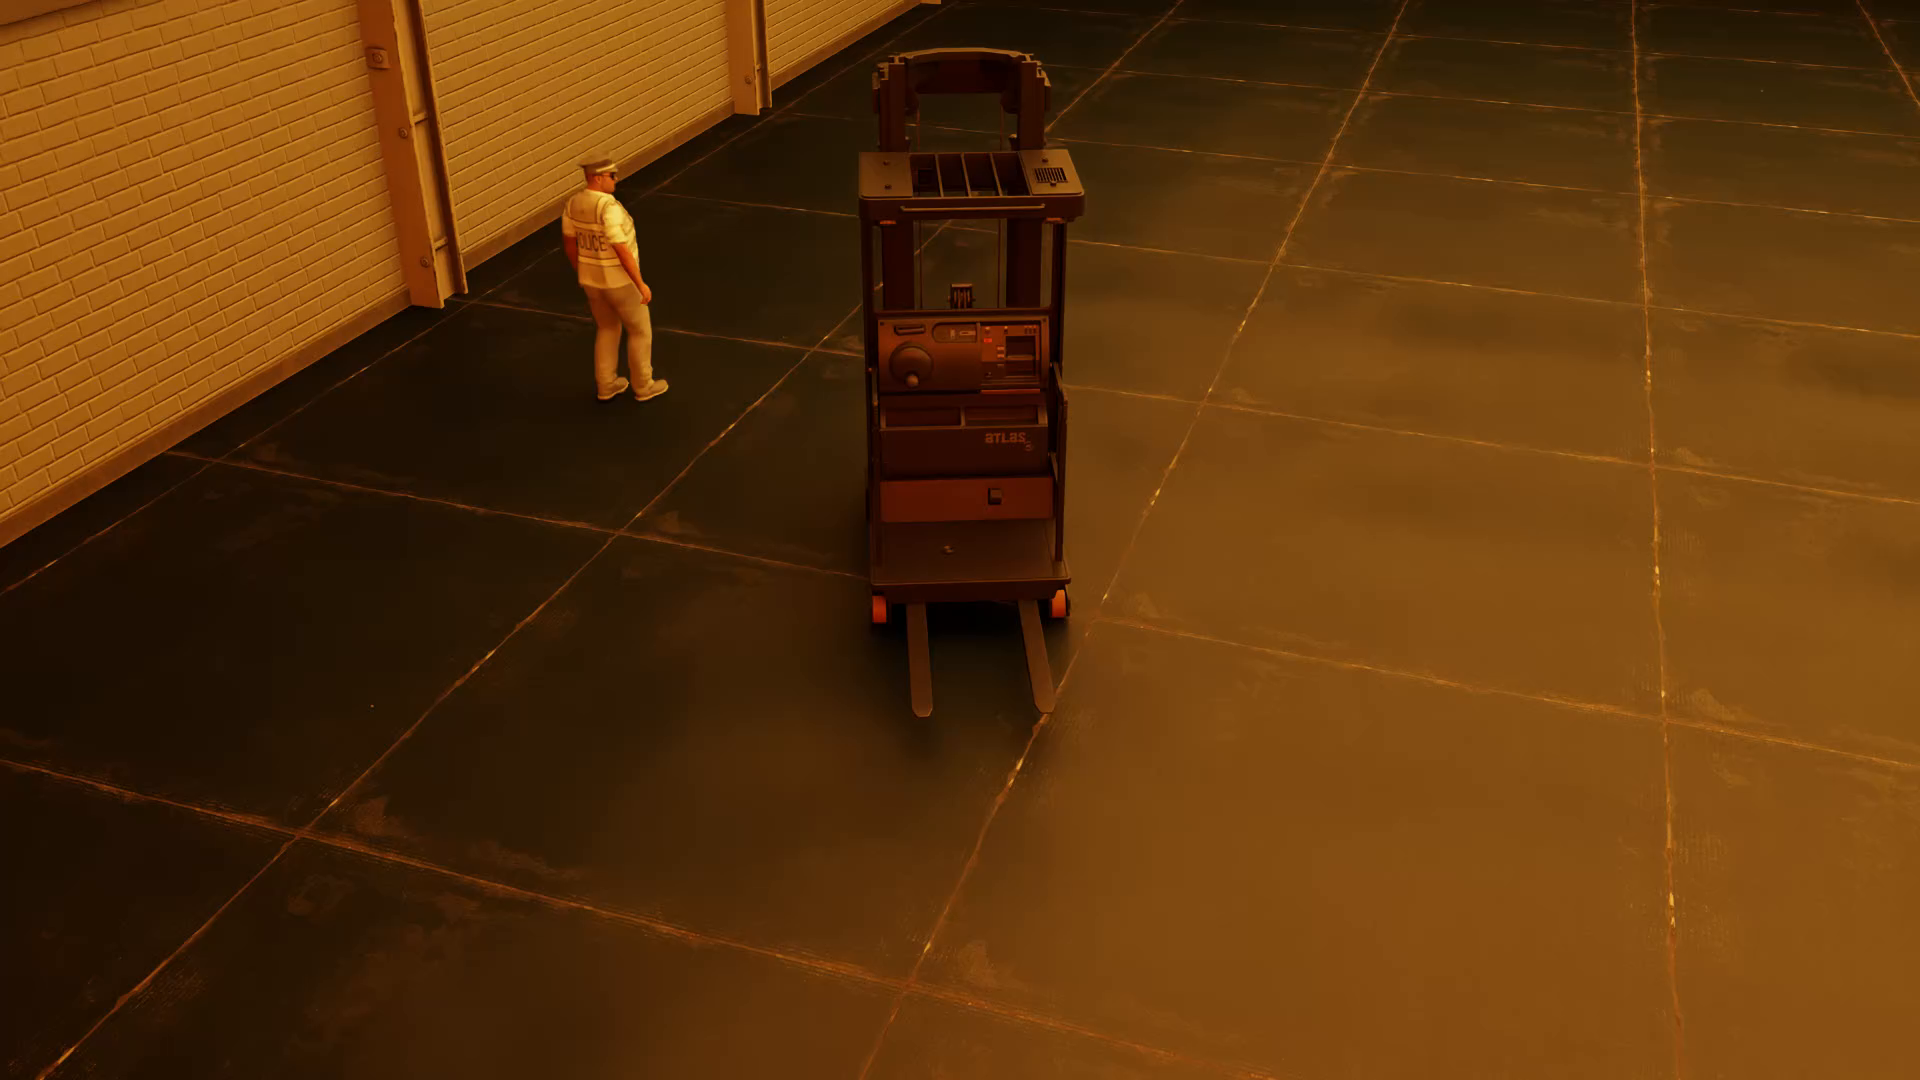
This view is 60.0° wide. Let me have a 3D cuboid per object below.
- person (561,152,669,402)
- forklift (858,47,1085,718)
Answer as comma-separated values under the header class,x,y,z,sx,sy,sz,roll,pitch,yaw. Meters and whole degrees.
class,x,y,z,sx,sy,sz,roll,pitch,yaw
person,-2.376,-1.812,11.507,0.699,1.752,0.479,17,34,27
forklift,0.035,-0.972,8.842,1.130,2.935,3.031,-2,30,-3
